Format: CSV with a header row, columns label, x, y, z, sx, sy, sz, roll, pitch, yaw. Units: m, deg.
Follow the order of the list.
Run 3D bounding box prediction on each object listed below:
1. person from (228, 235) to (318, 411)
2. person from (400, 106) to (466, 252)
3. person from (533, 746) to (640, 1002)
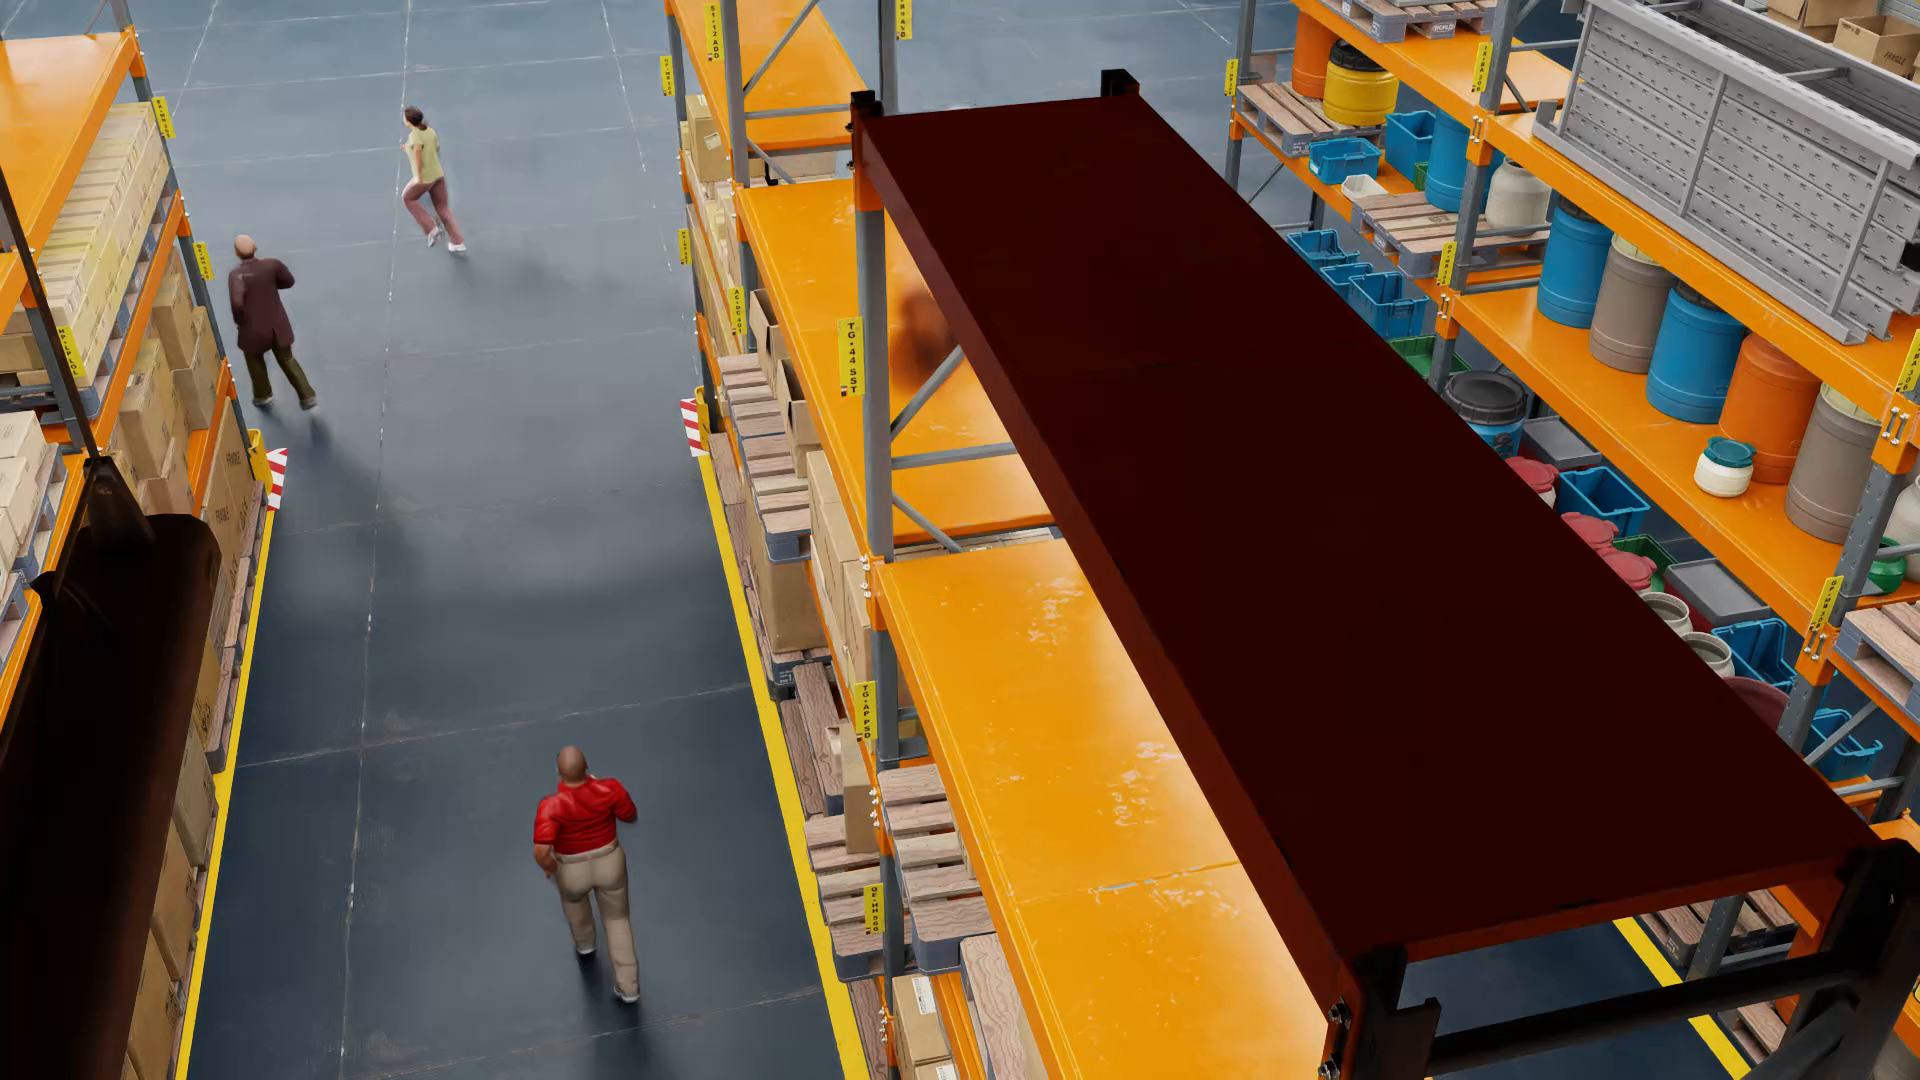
label,x,y,z,sx,sy,sz,roll,pitch,yaw
person,-6.411,-1.980,15.394,0.917,1.827,0.710,28,43,35
person,-5.877,-3.976,18.416,0.777,1.647,0.605,16,37,22
person,-2.147,1.939,9.720,0.617,1.788,0.882,-11,36,-16
